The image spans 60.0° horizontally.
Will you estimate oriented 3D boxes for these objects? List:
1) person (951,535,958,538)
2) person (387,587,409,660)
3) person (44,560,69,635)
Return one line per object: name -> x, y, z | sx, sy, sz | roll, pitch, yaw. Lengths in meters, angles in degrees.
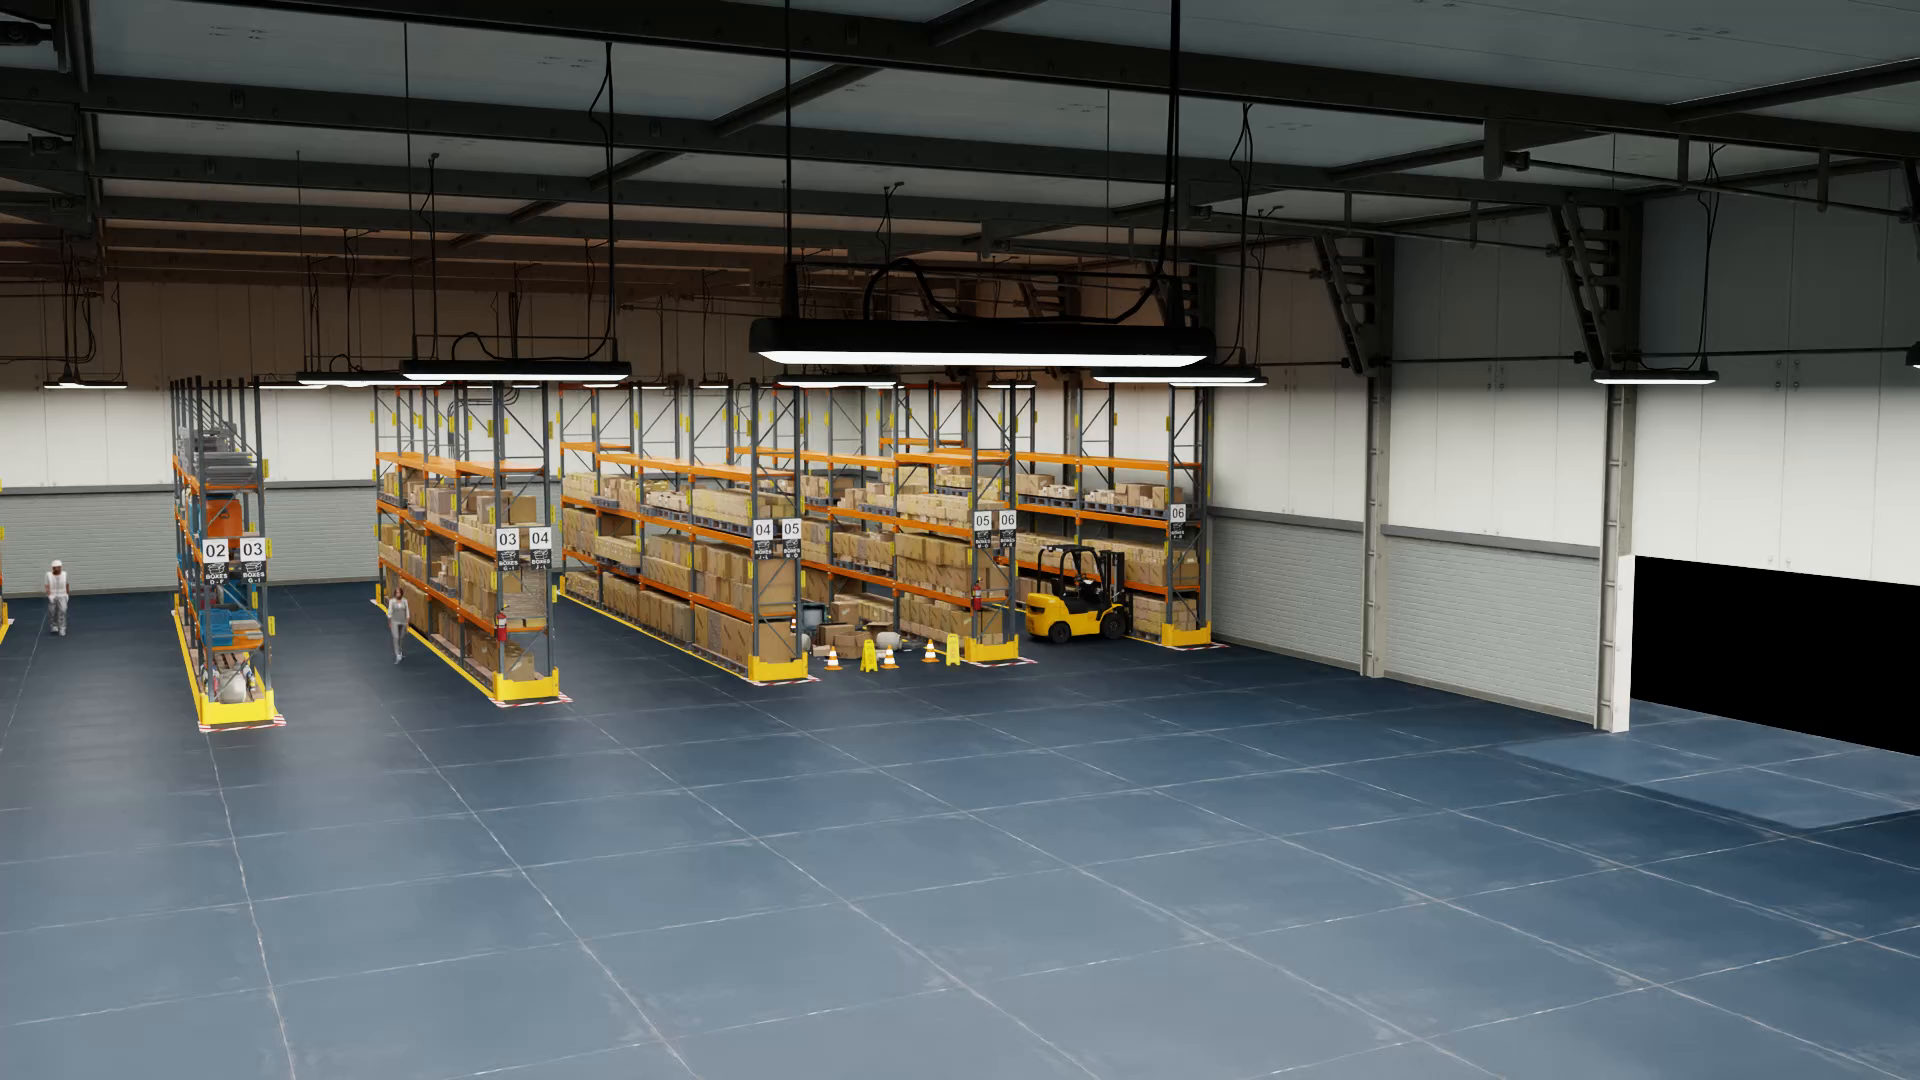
person -> -0.124, 0.704, 44.620 | 0.632, 1.672, 0.622 | 5, 7, 44
person -> -11.930, 1.782, 35.397 | 0.433, 1.546, 0.968 | -4, 6, -37
person -> -21.371, 1.344, 39.379 | 0.543, 1.732, 0.963 | -4, 6, -35
